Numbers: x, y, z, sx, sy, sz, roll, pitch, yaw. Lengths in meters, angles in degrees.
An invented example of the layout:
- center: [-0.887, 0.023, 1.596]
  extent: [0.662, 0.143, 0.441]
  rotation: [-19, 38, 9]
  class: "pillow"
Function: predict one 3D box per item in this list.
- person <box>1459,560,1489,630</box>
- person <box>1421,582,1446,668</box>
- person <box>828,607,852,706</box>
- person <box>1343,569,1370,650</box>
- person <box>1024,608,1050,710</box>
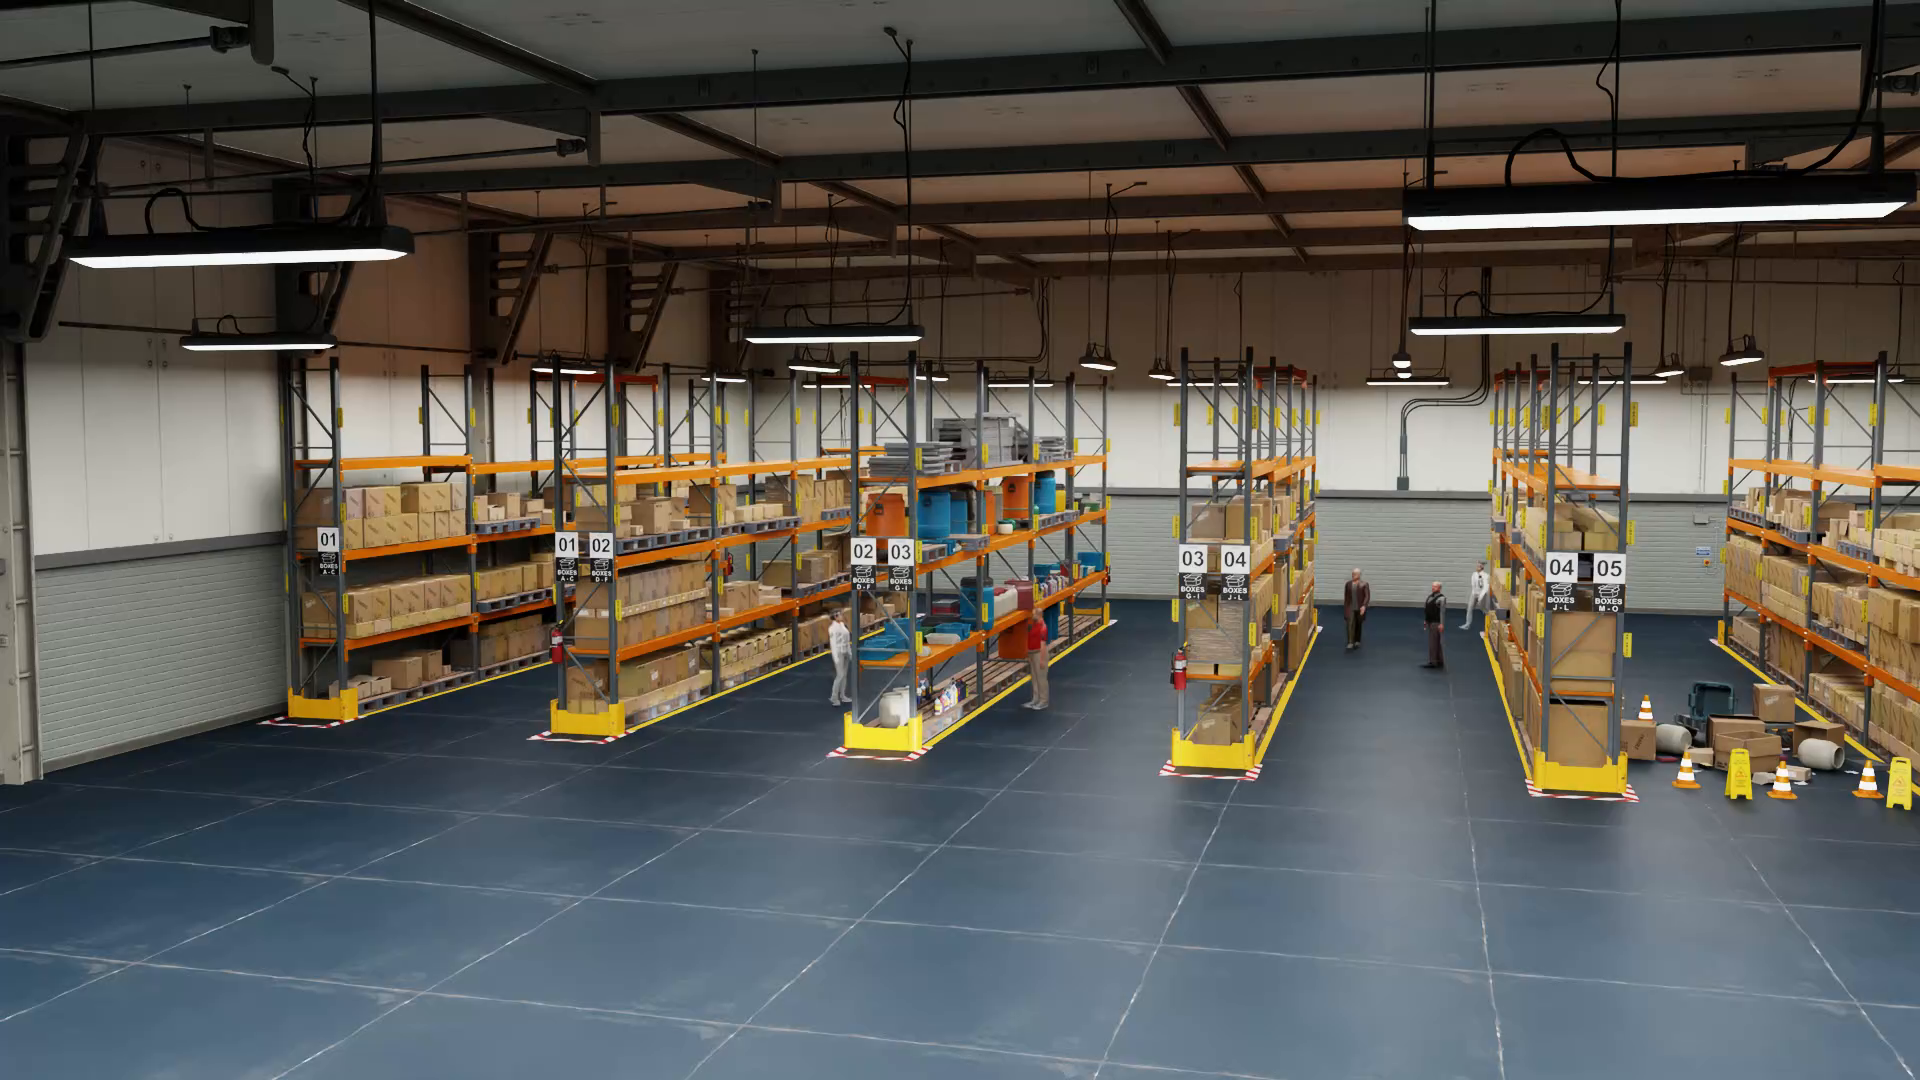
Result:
- center: [12.221, 1.293, 39.226]
  extent: [0.992, 1.631, 0.542]
  rotation: [-3, 5, -33]
  class: "person"
- center: [9.496, 1.692, 33.436]
  extent: [0.493, 1.723, 0.537]
  rotation: [0, 4, 4]
  class: "person"
- center: [-2.102, 2.043, 29.205]
  extent: [0.395, 1.747, 0.546]
  rotation: [2, 5, 28]
  class: "person"
- center: [8.547, 1.480, 35.825]
  extent: [0.555, 1.717, 1.121]
  rotation: [1, 4, 12]
  class: "person"
- center: [1.322, 2.024, 28.506]
  extent: [0.410, 1.738, 0.547]
  rotation: [-1, 4, -12]
  class: "person"
